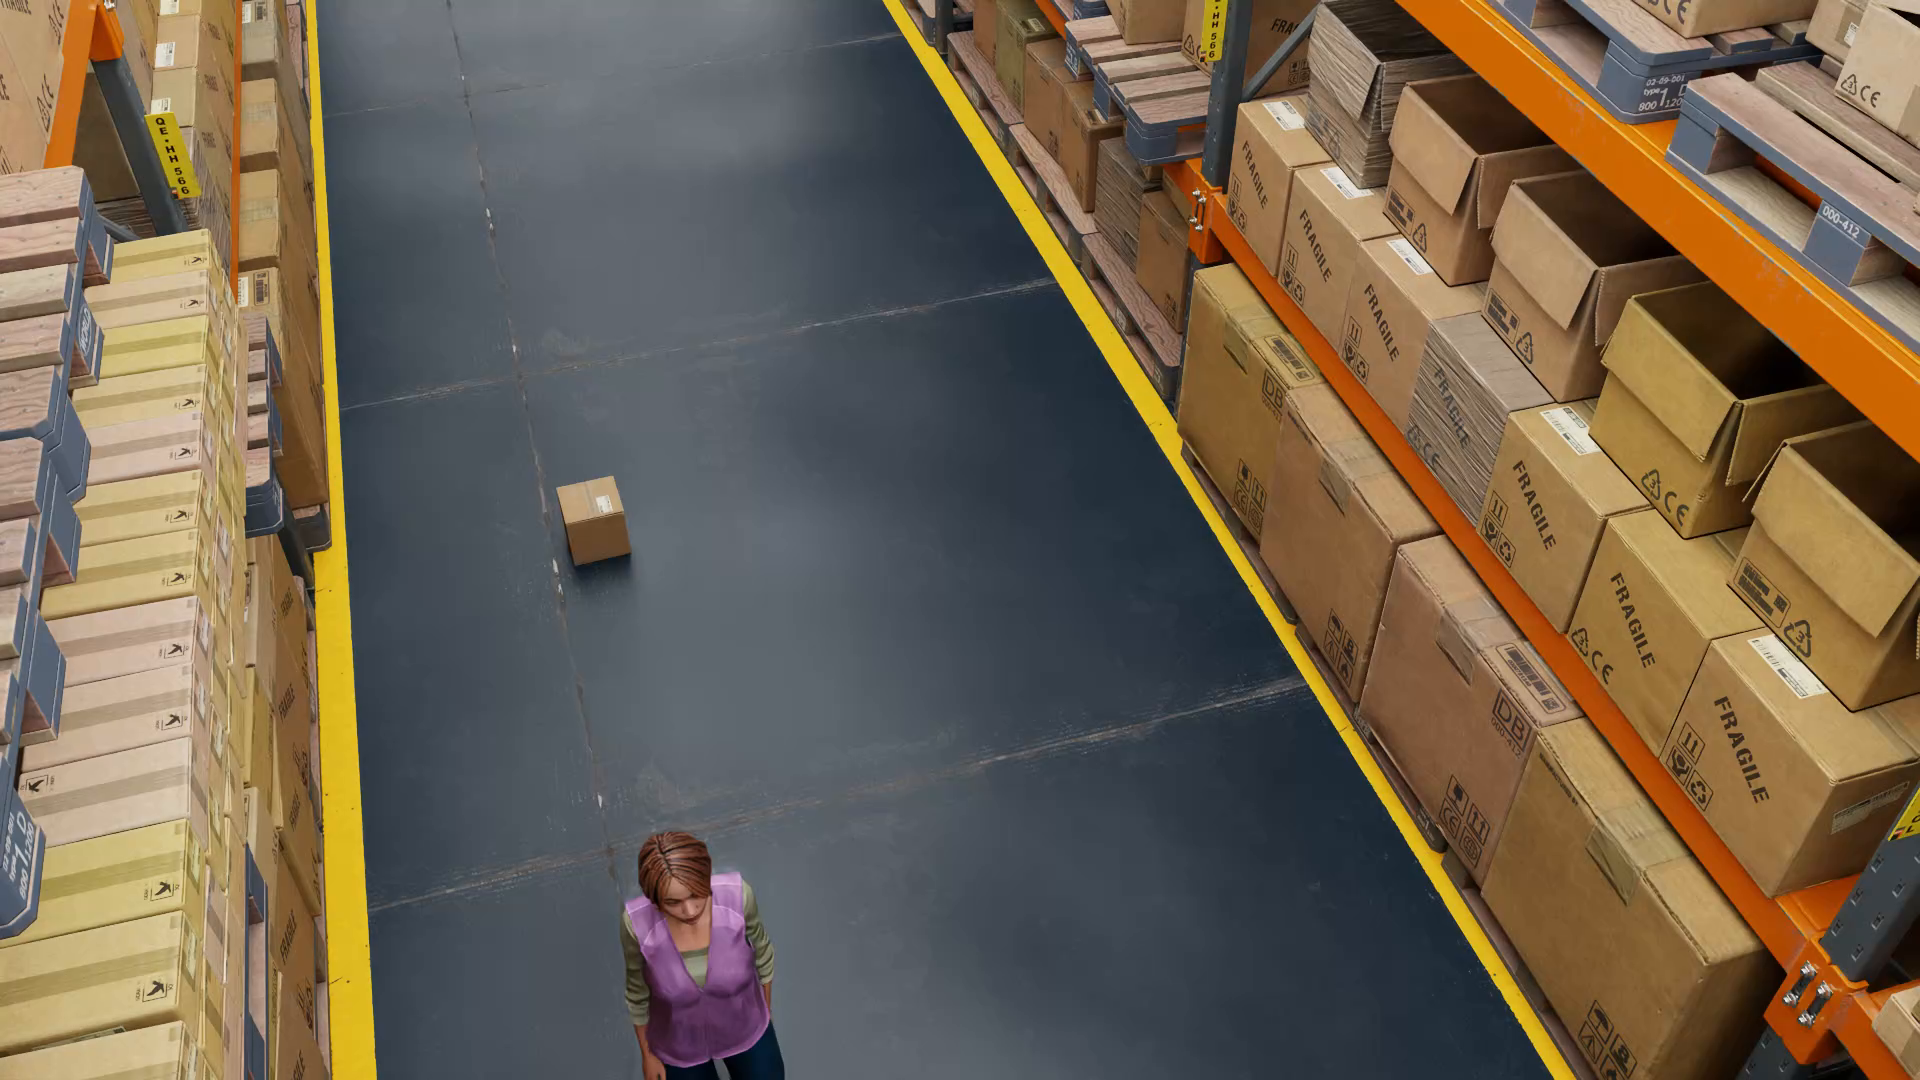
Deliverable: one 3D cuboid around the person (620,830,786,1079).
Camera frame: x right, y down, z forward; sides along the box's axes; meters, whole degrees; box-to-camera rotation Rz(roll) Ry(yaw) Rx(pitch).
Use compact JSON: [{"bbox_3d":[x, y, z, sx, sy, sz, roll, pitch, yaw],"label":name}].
[{"bbox_3d":[-0.698,1.370,4.660,0.414,1.583,0.421,-10,44,-10],"label":"person"}]
